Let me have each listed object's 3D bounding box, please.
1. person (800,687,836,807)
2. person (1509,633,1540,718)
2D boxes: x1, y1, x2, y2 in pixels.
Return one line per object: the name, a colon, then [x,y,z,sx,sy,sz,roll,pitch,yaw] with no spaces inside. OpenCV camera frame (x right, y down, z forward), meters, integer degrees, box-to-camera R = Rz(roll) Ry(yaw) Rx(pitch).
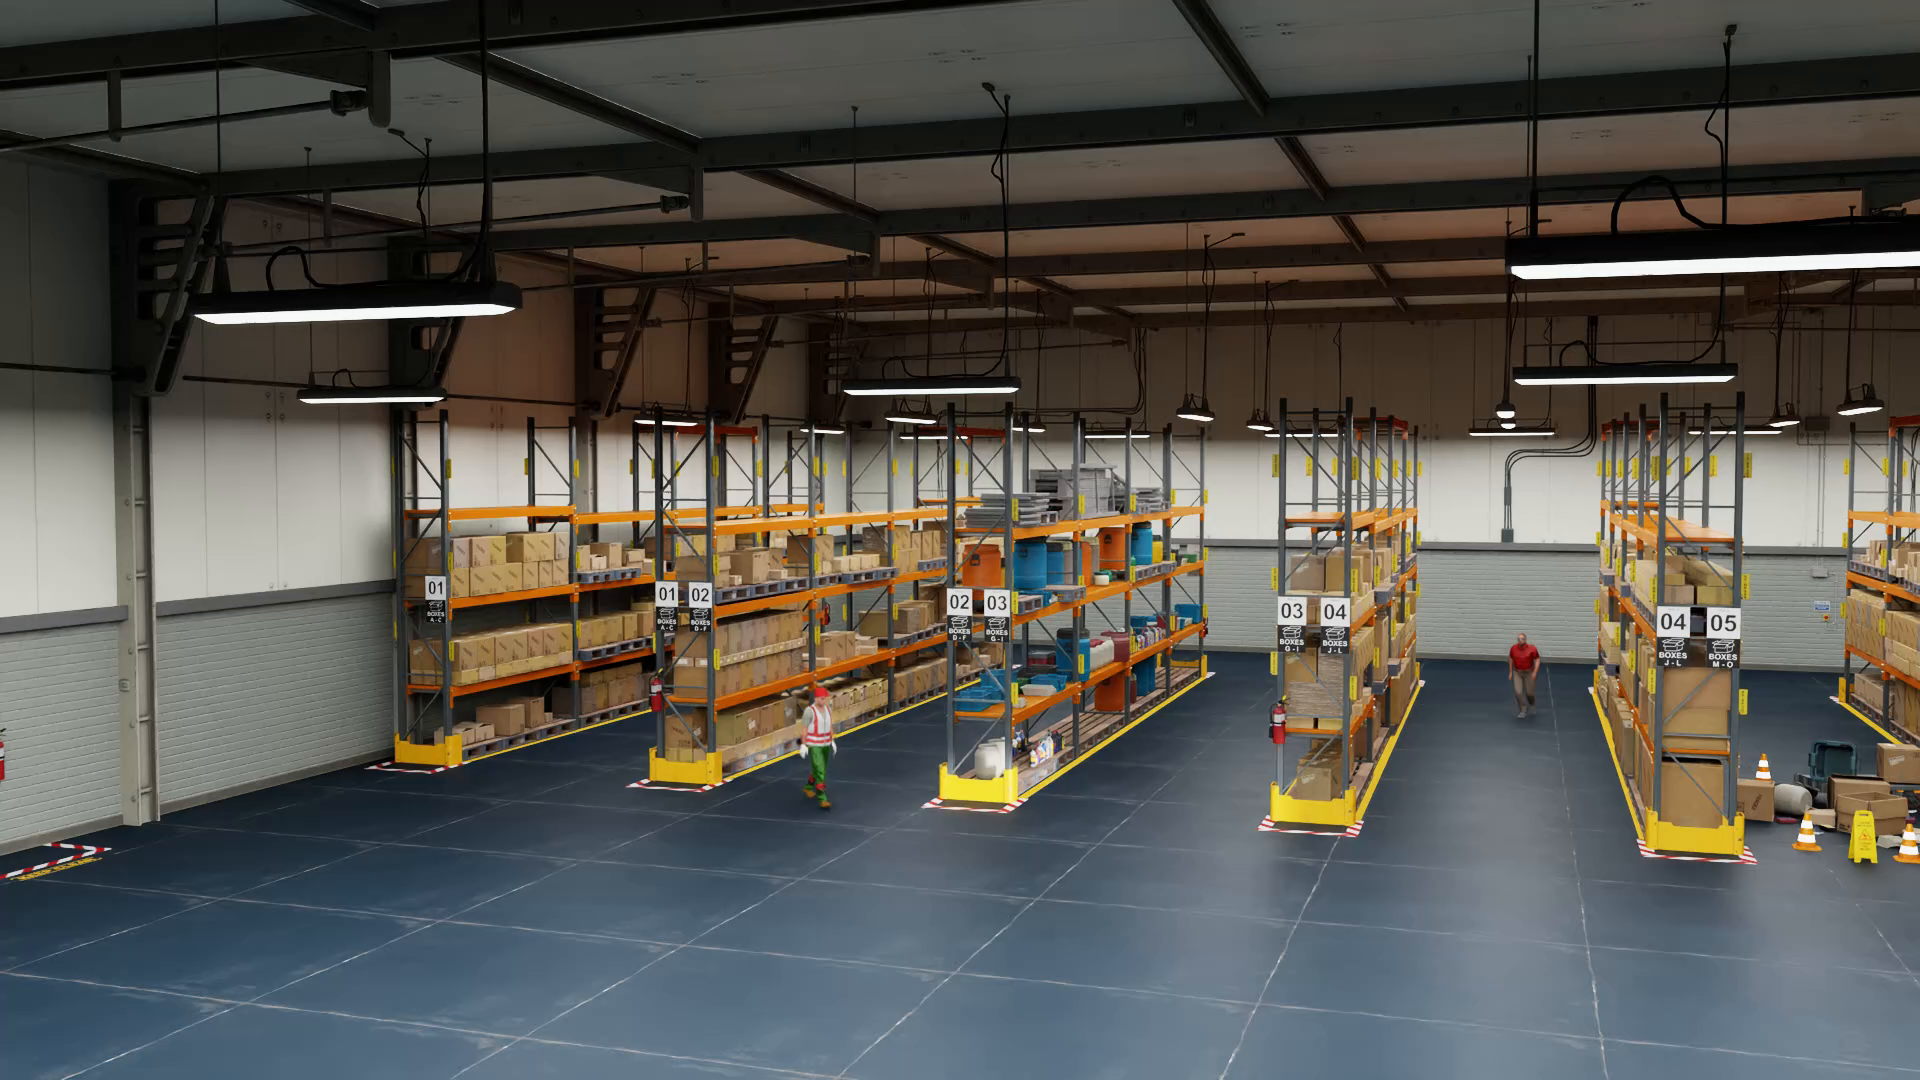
person: [-2.118,3.064,24.845,0.917,1.754,0.547,2,3,40]
person: [11.426,2.717,33.625,0.598,1.705,0.612,1,3,30]
